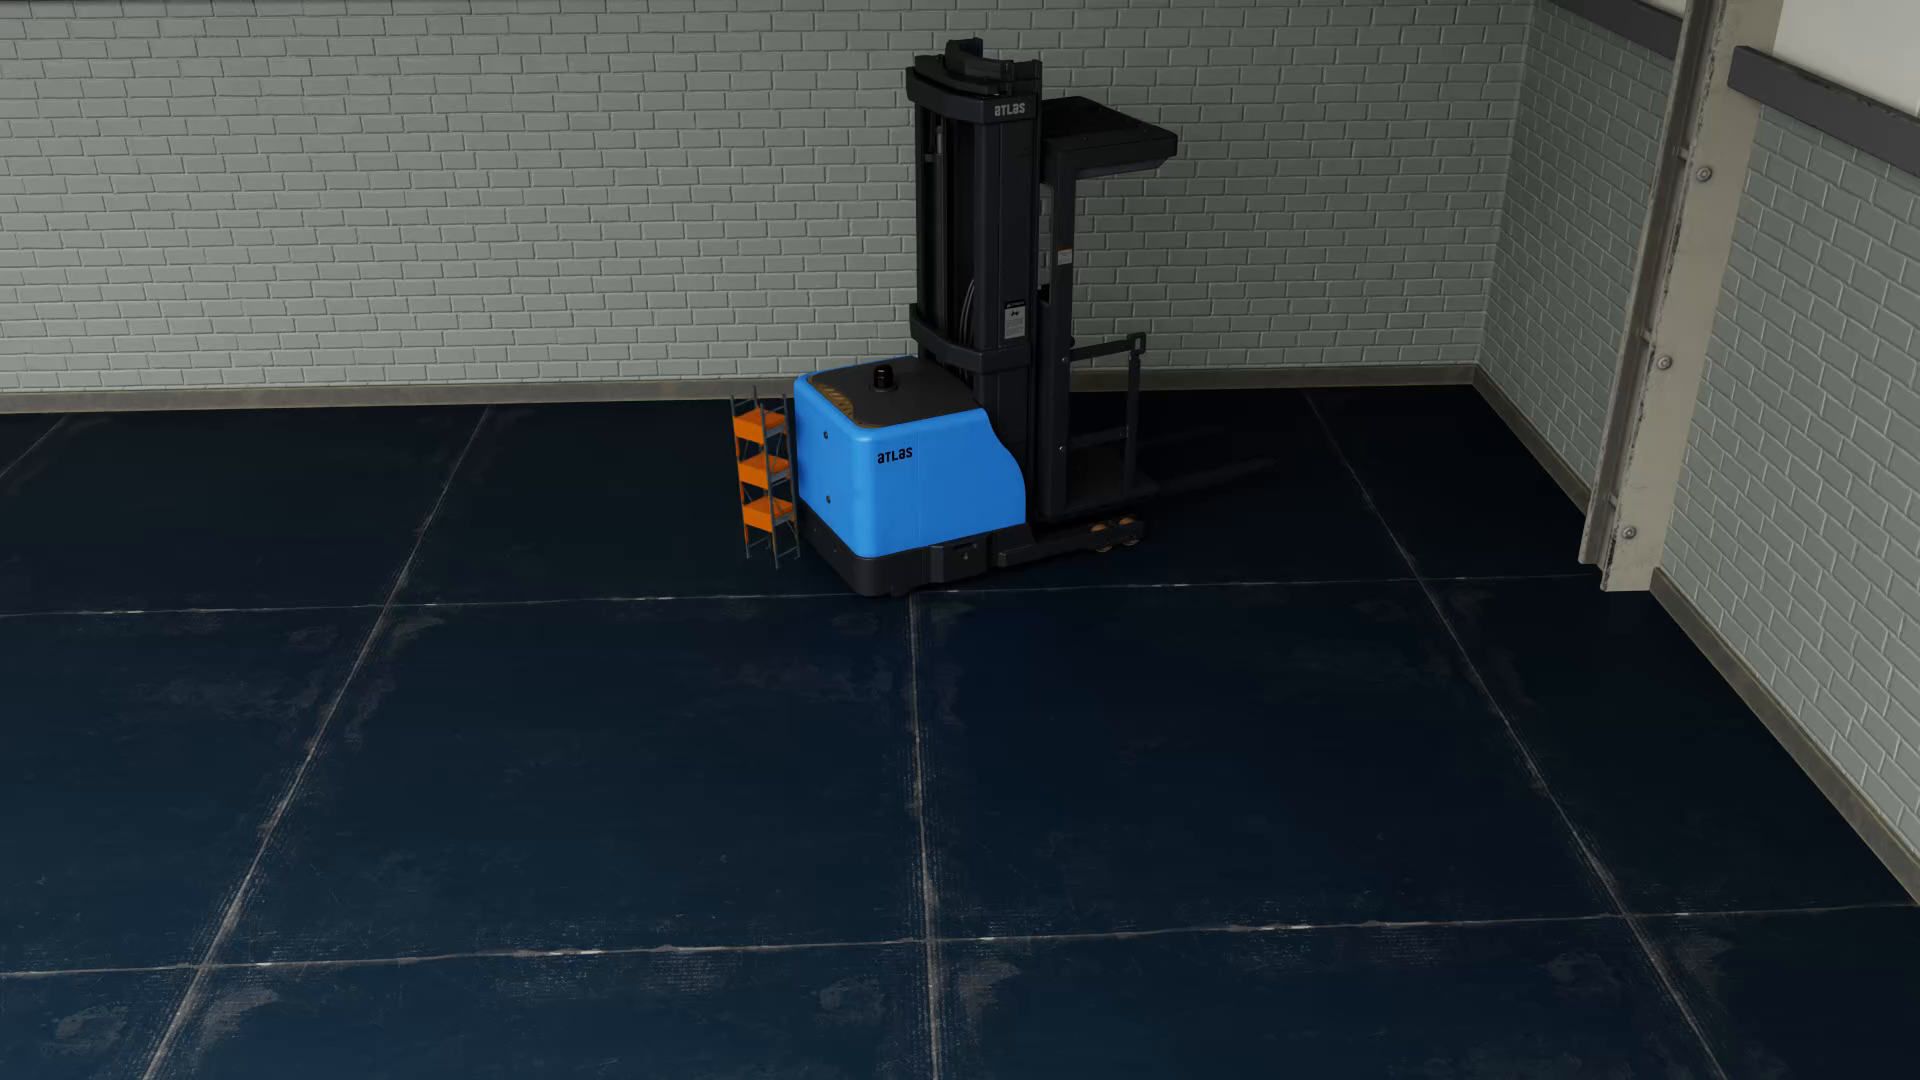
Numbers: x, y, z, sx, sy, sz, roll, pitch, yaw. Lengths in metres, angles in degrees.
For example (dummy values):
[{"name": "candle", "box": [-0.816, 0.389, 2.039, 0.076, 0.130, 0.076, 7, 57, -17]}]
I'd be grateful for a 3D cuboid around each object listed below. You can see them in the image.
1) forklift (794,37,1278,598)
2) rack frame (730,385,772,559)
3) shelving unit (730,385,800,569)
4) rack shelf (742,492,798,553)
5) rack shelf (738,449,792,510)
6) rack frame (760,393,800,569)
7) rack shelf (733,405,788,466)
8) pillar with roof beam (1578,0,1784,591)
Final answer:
[{"name": "forklift", "box": [0.557, -1.430, 9.823, 3.031, 2.935, 1.130, -13, 30, -24]}, {"name": "rack frame", "box": [-1.238, -0.396, 9.875, 0.008, 1.050, 0.200, 18, 32, 35]}, {"name": "shelving unit", "box": [-1.143, -0.366, 9.804, 0.252, 1.050, 0.215, 18, 32, 35]}, {"name": "rack shelf", "box": [-1.132, -0.106, 9.929, 0.240, 0.259, 0.215, 18, 32, 35]}, {"name": "rack shelf", "box": [-1.143, -0.357, 9.809, 0.240, 0.259, 0.215, 18, 32, 35]}, {"name": "rack frame", "box": [-1.048, -0.336, 9.733, 0.008, 1.050, 0.200, 18, 32, 35]}, {"name": "rack shelf", "box": [-1.154, -0.612, 9.686, 0.240, 0.259, 0.215, 18, 32, 35]}, {"name": "pillar with roof beam", "box": [-0.412, -3.683, 7.580, 9.100, 9.000, 0.400, -1, 28, -3]}]
